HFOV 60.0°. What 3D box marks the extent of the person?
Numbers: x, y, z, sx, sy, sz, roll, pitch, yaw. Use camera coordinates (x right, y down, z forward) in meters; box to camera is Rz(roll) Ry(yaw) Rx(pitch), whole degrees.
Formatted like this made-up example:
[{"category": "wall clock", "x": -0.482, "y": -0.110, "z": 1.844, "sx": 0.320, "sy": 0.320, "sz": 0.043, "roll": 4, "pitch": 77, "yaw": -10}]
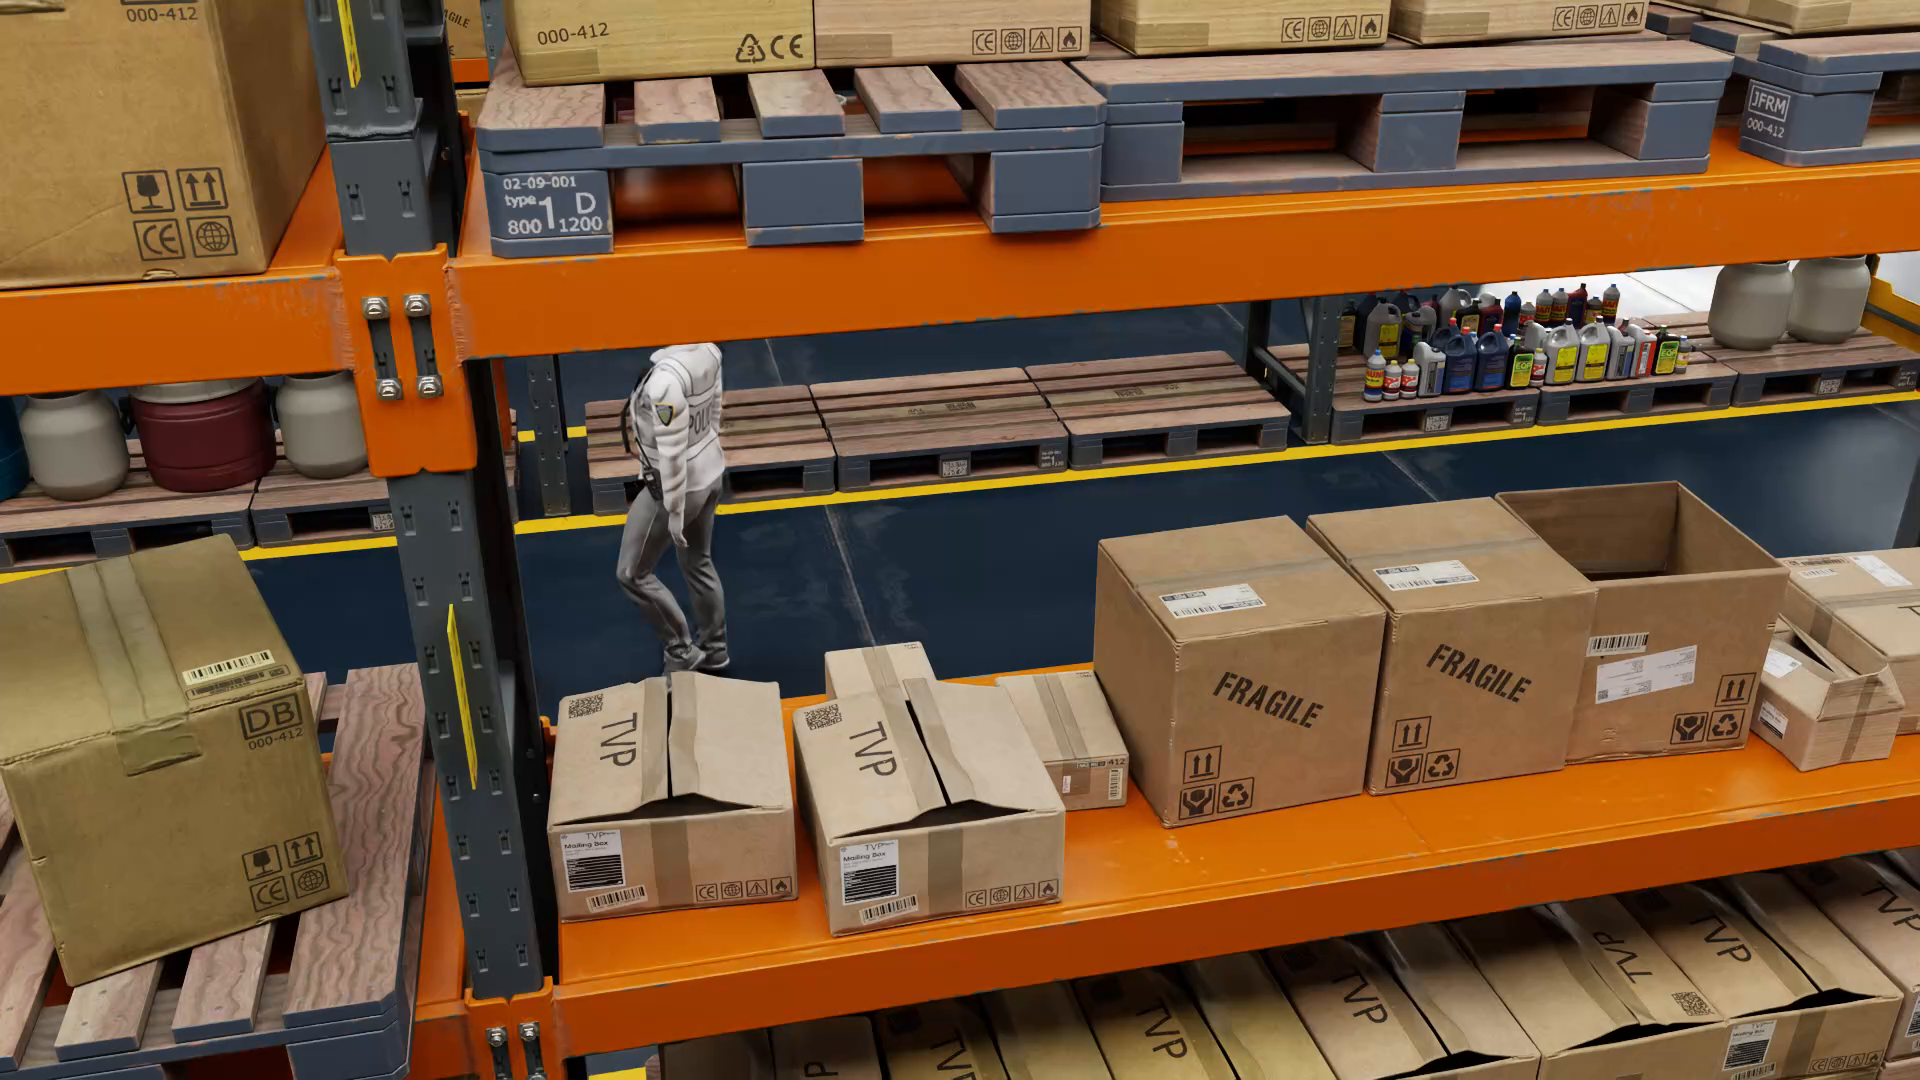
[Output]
[{"category": "person", "x": -1.110, "y": -0.186, "z": 6.478, "sx": 0.380, "sy": 1.709, "sz": 0.517, "roll": 8, "pitch": 28, "yaw": 15}]
